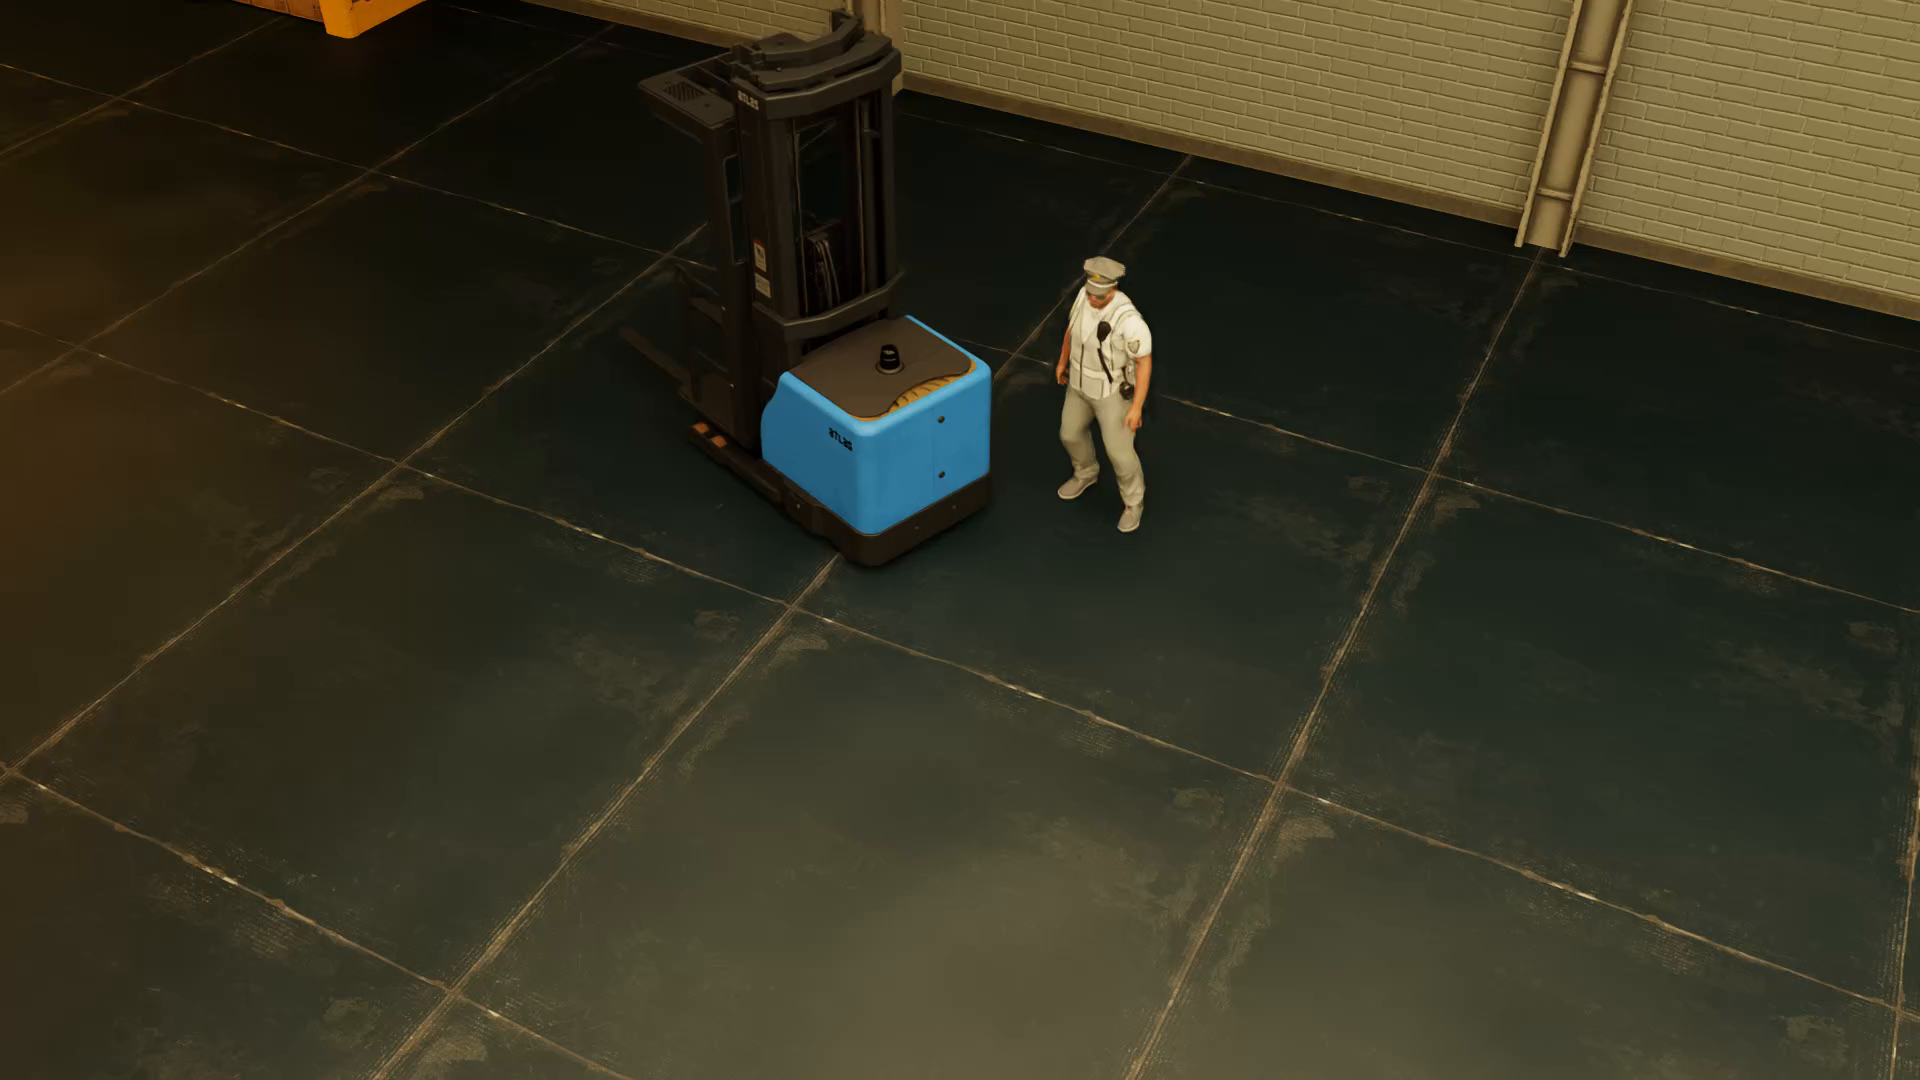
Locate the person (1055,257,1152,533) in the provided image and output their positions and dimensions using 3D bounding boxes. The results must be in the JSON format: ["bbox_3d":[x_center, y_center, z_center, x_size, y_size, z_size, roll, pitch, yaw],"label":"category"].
[{"bbox_3d":[0.875,-0.933,10.029,0.384,1.728,0.790,-31,49,-32],"label":"person"}]

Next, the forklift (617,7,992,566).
[{"bbox_3d":[-1.152,-1.832,10.162,1.130,2.935,3.031,-30,48,-30],"label":"forklift"}]
